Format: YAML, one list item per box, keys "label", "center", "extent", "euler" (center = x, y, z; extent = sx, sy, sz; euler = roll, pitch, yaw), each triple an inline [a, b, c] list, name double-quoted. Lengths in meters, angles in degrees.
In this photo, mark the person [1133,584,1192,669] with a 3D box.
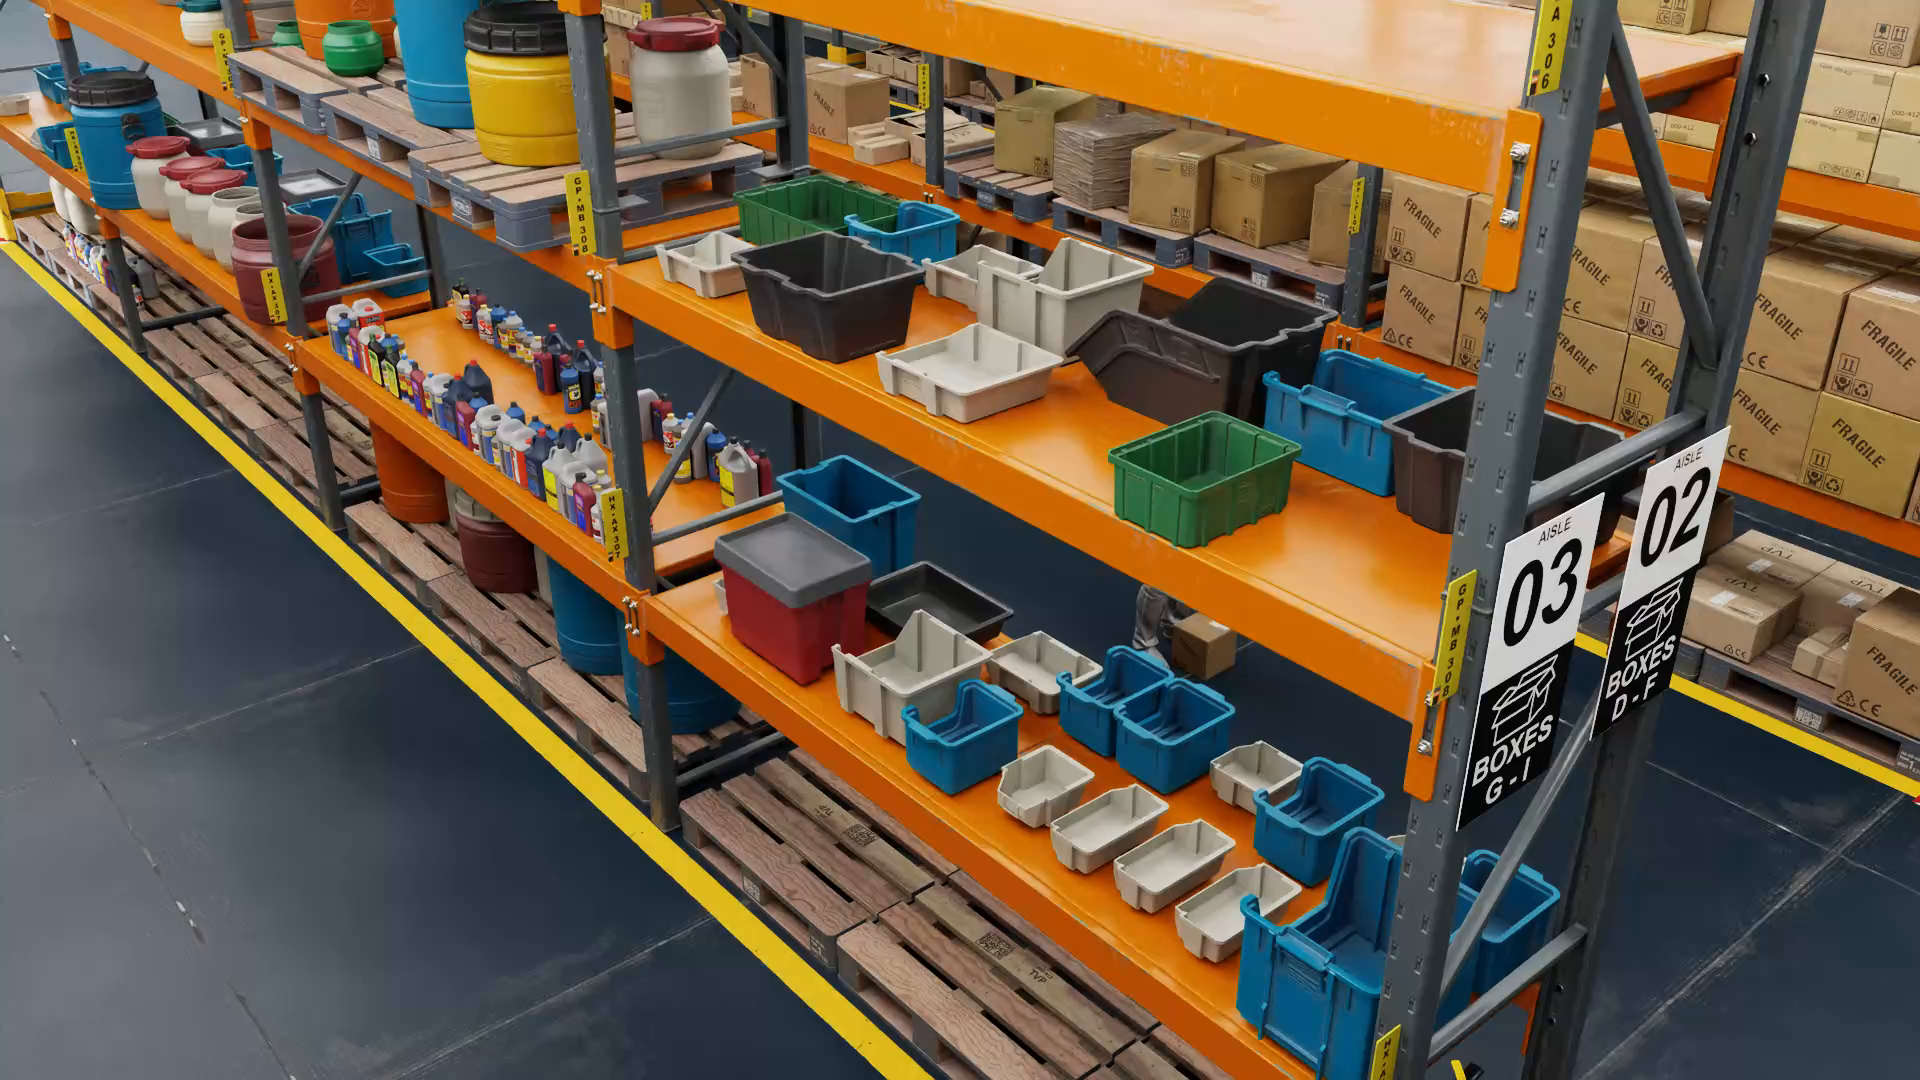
- label: "person"
  center: [1.194, -0.168, 8.924]
  extent: [0.634, 1.756, 0.458]
  euler: [-24, 36, -38]
